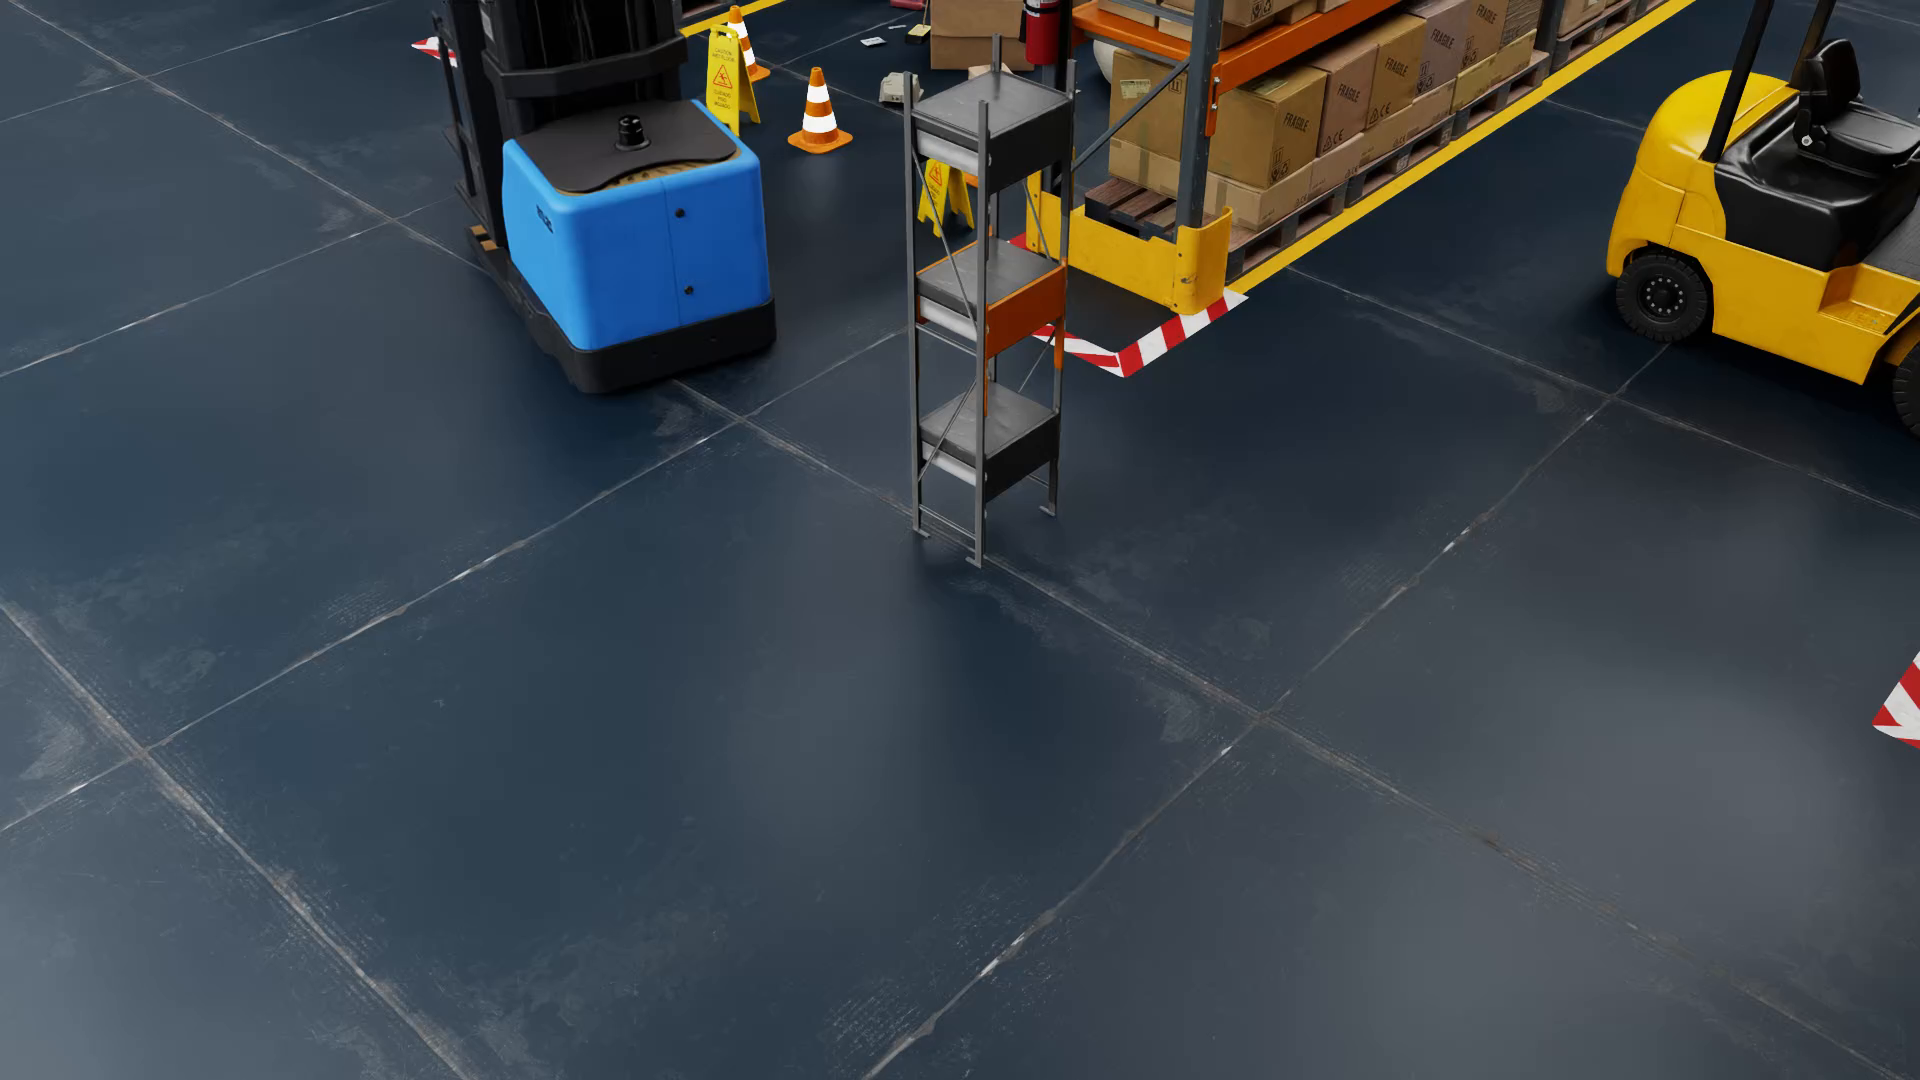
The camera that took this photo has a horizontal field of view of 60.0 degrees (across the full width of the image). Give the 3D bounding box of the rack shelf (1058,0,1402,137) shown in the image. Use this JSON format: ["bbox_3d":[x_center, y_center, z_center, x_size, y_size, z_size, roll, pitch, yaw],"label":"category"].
[{"bbox_3d":[2.187,-3.262,9.520,1.077,0.370,4.000,30,47,32],"label":"rack shelf"}]

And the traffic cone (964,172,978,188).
[{"bbox_3d":[0.176,-2.371,9.860,0.336,0.463,0.334,30,47,32],"label":"traffic cone"}]

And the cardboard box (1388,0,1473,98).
[{"bbox_3d":[2.650,-2.990,9.870,0.500,0.500,0.500,-31,48,-33],"label":"cardboard box"}]

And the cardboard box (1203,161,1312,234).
[{"bbox_3d":[1.586,-1.967,9.186,0.500,0.250,0.500,29,47,32],"label":"cardboard box"}]

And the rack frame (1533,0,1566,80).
[{"bbox_3d":[3.536,-4.462,10.452,1.000,3.000,0.127,30,47,32],"label":"rack frame"}]

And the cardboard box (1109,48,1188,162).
[{"bbox_3d":[1.186,-2.484,9.233,0.500,0.500,0.500,30,47,32],"label":"cardboard box"}]

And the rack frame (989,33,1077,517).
[{"bbox_3d":[0.276,-1.010,6.833,0.400,2.100,0.015,30,47,32],"label":"rack frame"}]

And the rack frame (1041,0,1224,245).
[{"bbox_3d":[0.838,-2.625,8.141,1.000,3.000,0.127,30,47,32],"label":"rack frame"}]

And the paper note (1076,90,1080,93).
[{"bbox_3d":[0.744,-2.941,10.941,0.032,0.001,0.123,30,47,32],"label":"paper note"}]

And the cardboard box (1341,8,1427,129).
[{"bbox_3d":[2.296,-2.741,9.556,0.500,0.500,0.500,31,48,33],"label":"cardboard box"}]

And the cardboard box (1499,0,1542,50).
[{"bbox_3d":[3.335,-3.460,10.460,0.500,0.500,0.500,29,47,31],"label":"cardboard box"}]

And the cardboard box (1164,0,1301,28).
[{"bbox_3d":[1.362,-2.882,8.144,0.500,0.500,0.500,29,47,31],"label":"cardboard box"}]

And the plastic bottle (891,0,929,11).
[{"bbox_3d":[-0.350,-3.920,12.130,0.283,0.061,0.133,14,41,17],"label":"plastic bottle"}]

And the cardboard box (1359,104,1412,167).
[{"bbox_3d":[2.295,-2.455,9.799,0.500,0.250,0.500,-31,48,-33],"label":"cardboard box"}]

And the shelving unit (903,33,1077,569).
[{"bbox_3d":[0.112,-0.898,6.692,0.431,2.100,0.503,30,47,32],"label":"shelving unit"}]

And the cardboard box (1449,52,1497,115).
[{"bbox_3d":[2.984,-2.917,10.381,0.500,0.250,0.500,28,46,31],"label":"cardboard box"}]

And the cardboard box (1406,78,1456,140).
[{"bbox_3d":[2.637,-2.686,10.089,0.500,0.250,0.500,30,48,32],"label":"cardboard box"}]

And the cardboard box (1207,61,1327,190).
[{"bbox_3d":[1.602,-2.272,8.967,0.500,0.500,0.500,28,46,31],"label":"cardboard box"}]

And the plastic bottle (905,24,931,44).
[{"bbox_3d":[-0.273,-3.568,11.688,0.133,0.061,0.283,14,41,17],"label":"plastic bottle"}]

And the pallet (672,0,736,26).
[{"bbox_3d":[-2.403,-3.966,12.068,1.003,0.211,1.213,30,47,32],"label":"pallet"}]

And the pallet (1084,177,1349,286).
[{"bbox_3d":[1.463,-1.927,9.503,1.003,0.211,1.213,30,47,32],"label":"pallet"}]

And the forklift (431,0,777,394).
[{"bbox_3d":[-2.089,-2.751,8.355,1.130,2.935,3.031,-19,42,-23],"label":"forklift"}]

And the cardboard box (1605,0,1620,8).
[{"bbox_3d":[4.371,-4.172,11.861,0.625,0.372,0.950,-31,48,-33],"label":"cardboard box"}]

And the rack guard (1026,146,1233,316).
[{"bbox_3d":[0.889,-1.681,8.963,1.175,0.500,0.348,30,47,32],"label":"rack guard"}]

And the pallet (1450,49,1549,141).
[{"bbox_3d":[3.109,-3.048,10.913,1.003,0.211,1.213,30,47,32],"label":"pallet"}]

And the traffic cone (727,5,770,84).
[{"bbox_3d":[-1.478,-3.312,11.043,0.336,0.463,0.334,30,47,32],"label":"traffic cone"}]

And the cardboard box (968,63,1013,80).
[{"bbox_3d":[0.230,-2.959,10.852,0.250,0.149,0.380,-11,40,-14],"label":"cardboard box"}]

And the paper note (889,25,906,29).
[{"bbox_3d":[-0.446,-3.652,11.835,0.123,0.001,0.032,-11,40,-14],"label":"paper note"}]

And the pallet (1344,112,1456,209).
[{"bbox_3d":[2.286,-2.485,10.205,1.003,0.211,1.213,30,47,32],"label":"pallet"}]

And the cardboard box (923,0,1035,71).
[{"bbox_3d":[0.154,-3.518,11.270,0.797,0.503,0.637,2,39,2],"label":"cardboard box"}]

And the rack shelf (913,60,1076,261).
[{"bbox_3d":[0.112,-1.435,6.265,0.431,0.518,0.480,30,47,32],"label":"rack shelf"}]

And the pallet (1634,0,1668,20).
[{"bbox_3d":[4.883,-4.292,12.479,1.003,0.211,1.213,30,47,32],"label":"pallet"}]

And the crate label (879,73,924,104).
[{"bbox_3d":[-0.389,-2.941,10.838,0.250,0.136,0.298,8,39,10],"label":"crate label"}]

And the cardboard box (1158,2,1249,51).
[{"bbox_3d":[1.220,-2.596,8.306,0.380,0.149,0.250,30,47,32],"label":"cardboard box"}]

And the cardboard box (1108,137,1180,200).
[{"bbox_3d":[1.201,-2.208,9.489,0.500,0.250,0.500,29,47,32],"label":"cardboard box"}]

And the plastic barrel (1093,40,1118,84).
[{"bbox_3d":[1.114,-3.201,10.936,0.421,0.421,0.512,-5,39,-6],"label":"plastic barrel"}]

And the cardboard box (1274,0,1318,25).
[{"bbox_3d":[1.618,-2.805,8.570,0.380,0.149,0.250,28,46,31],"label":"cardboard box"}]

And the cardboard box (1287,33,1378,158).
[{"bbox_3d":[1.951,-2.514,9.271,0.500,0.500,0.500,28,46,30],"label":"cardboard box"}]

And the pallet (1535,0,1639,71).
[{"bbox_3d":[4.060,-3.729,11.770,1.003,0.211,1.213,30,47,32],"label":"pallet"}]

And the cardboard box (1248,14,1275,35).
[{"bbox_3d":[1.379,-2.718,8.459,0.380,0.149,0.250,30,48,32],"label":"cardboard box"}]

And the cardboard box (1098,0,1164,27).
[{"bbox_3d":[0.932,-2.788,8.548,0.380,0.149,0.250,31,48,33],"label":"cardboard box"}]

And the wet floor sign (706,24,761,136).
[{"bbox_3d":[-1.442,-2.891,10.367,0.267,0.644,0.232,22,43,25],"label":"wet floor sign"}]

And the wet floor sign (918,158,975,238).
[{"bbox_3d":[-0.080,-2.065,9.329,0.232,0.644,0.267,-18,42,-21],"label":"wet floor sign"}]

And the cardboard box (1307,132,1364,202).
[{"bbox_3d":[1.936,-2.199,9.477,0.500,0.250,0.500,31,48,33],"label":"cardboard box"}]

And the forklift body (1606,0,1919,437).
[{"bbox_3d":[4.437,-1.847,7.845,2.313,2.155,1.214,30,47,32],"label":"forklift body"}]

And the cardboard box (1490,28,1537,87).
[{"bbox_3d":[3.336,-3.166,10.693,0.500,0.250,0.500,-32,48,-34],"label":"cardboard box"}]

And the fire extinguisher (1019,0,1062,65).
[{"bbox_3d":[0.420,-2.735,8.342,0.296,0.674,0.183,30,47,32],"label":"fire extinguisher"}]

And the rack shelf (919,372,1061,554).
[{"bbox_3d":[0.112,-0.339,7.136,0.431,0.518,0.480,30,47,32],"label":"rack shelf"}]

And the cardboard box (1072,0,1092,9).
[{"bbox_3d":[0.779,-4.004,11.772,0.797,0.637,0.503,30,47,32],"label":"cardboard box"}]

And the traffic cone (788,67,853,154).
[{"bbox_3d":[-0.873,-2.681,10.250,0.336,0.463,0.334,30,47,32],"label":"traffic cone"}]

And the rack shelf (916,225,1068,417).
[{"bbox_3d":[0.112,-0.887,6.701,0.431,0.518,0.480,30,47,32],"label":"rack shelf"}]

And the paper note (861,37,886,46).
[{"bbox_3d":[-0.601,-3.482,11.606,0.142,0.017,0.144,-18,42,-21],"label":"paper note"}]

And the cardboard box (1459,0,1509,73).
[{"bbox_3d":[2.993,-3.225,10.165,0.500,0.500,0.500,31,48,33],"label":"cardboard box"}]

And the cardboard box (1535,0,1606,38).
[{"bbox_3d":[3.888,-3.840,11.443,0.950,0.372,0.625,30,47,32],"label":"cardboard box"}]

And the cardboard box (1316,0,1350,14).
[{"bbox_3d":[1.823,-2.903,8.692,0.380,0.149,0.250,30,48,32],"label":"cardboard box"}]

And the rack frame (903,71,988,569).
[{"bbox_3d":[-0.053,-0.786,6.551,0.400,2.100,0.015,30,47,32],"label":"rack frame"}]
